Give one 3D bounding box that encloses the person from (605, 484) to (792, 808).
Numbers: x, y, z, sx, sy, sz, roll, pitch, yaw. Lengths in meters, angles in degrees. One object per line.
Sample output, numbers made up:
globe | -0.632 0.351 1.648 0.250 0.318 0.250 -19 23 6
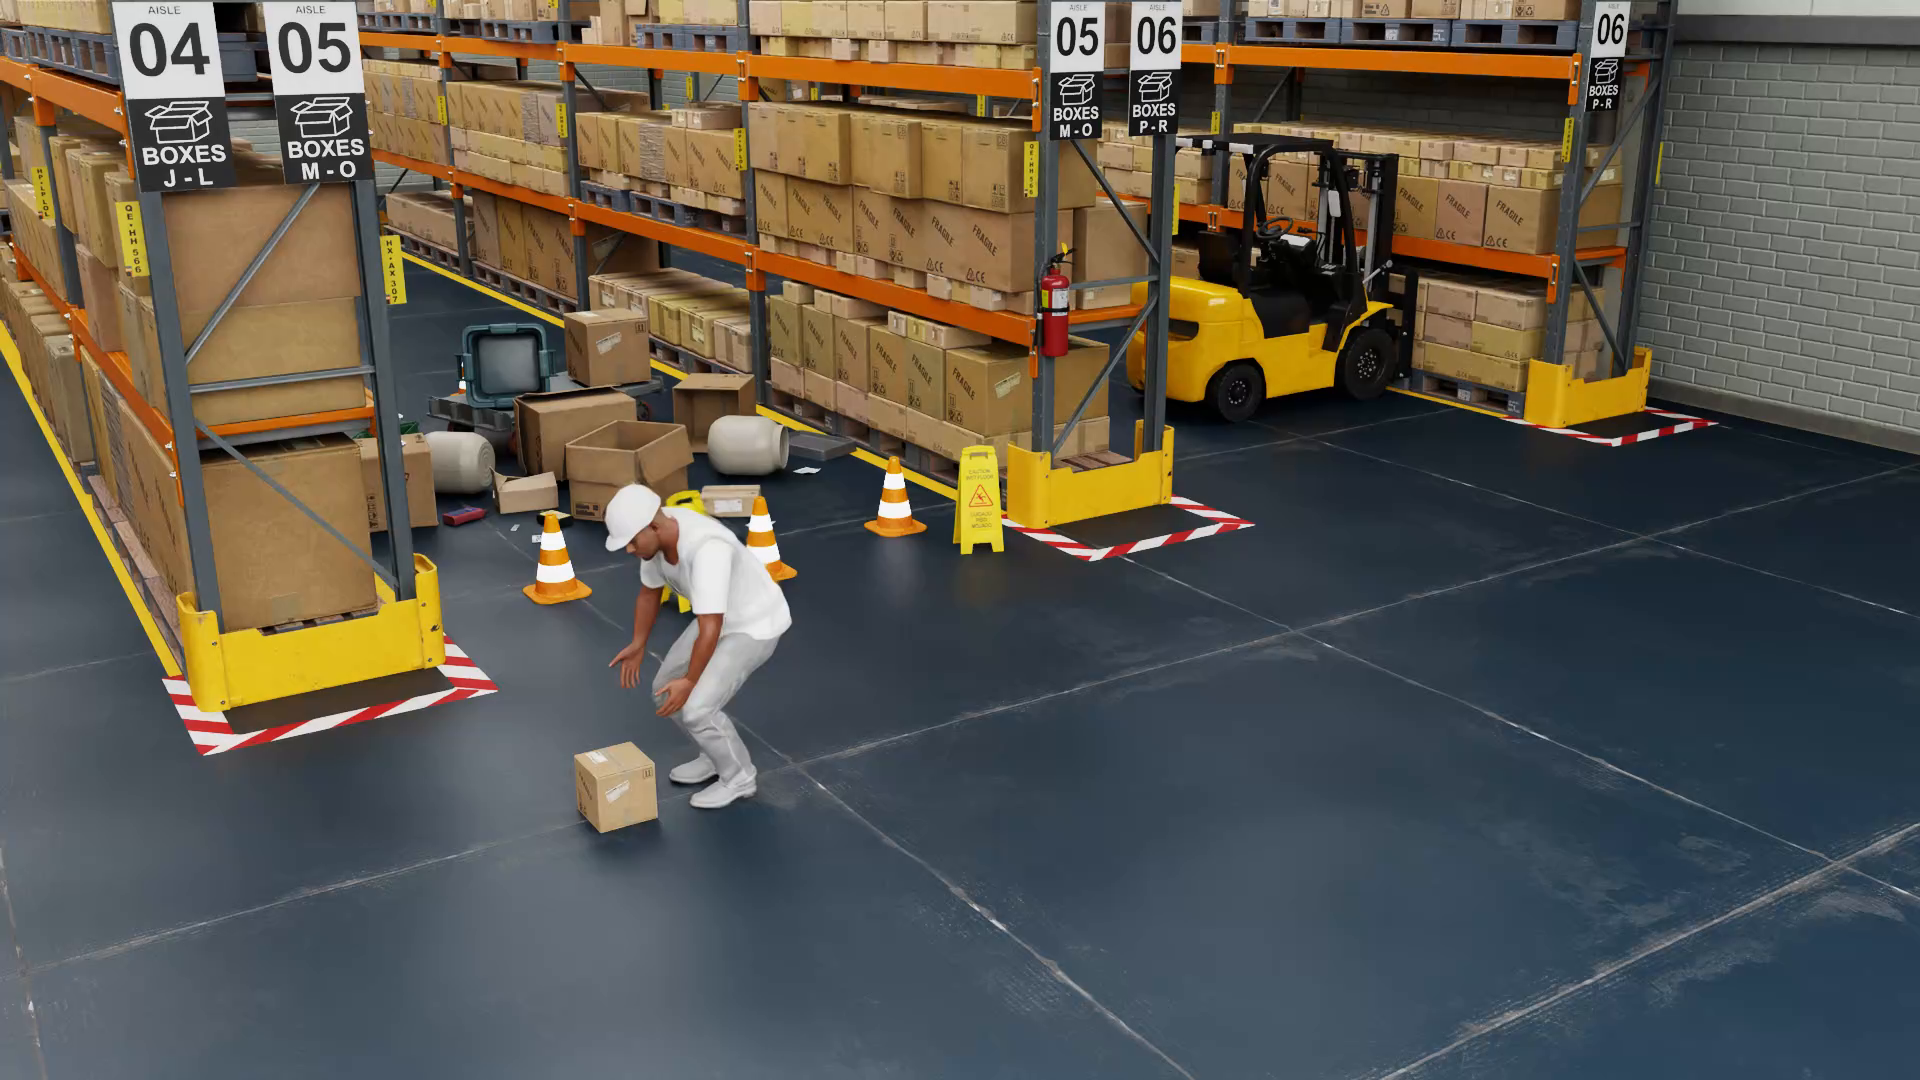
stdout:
person | -1.062 0.409 6.845 0.763 1.403 0.631 -11 21 -31
